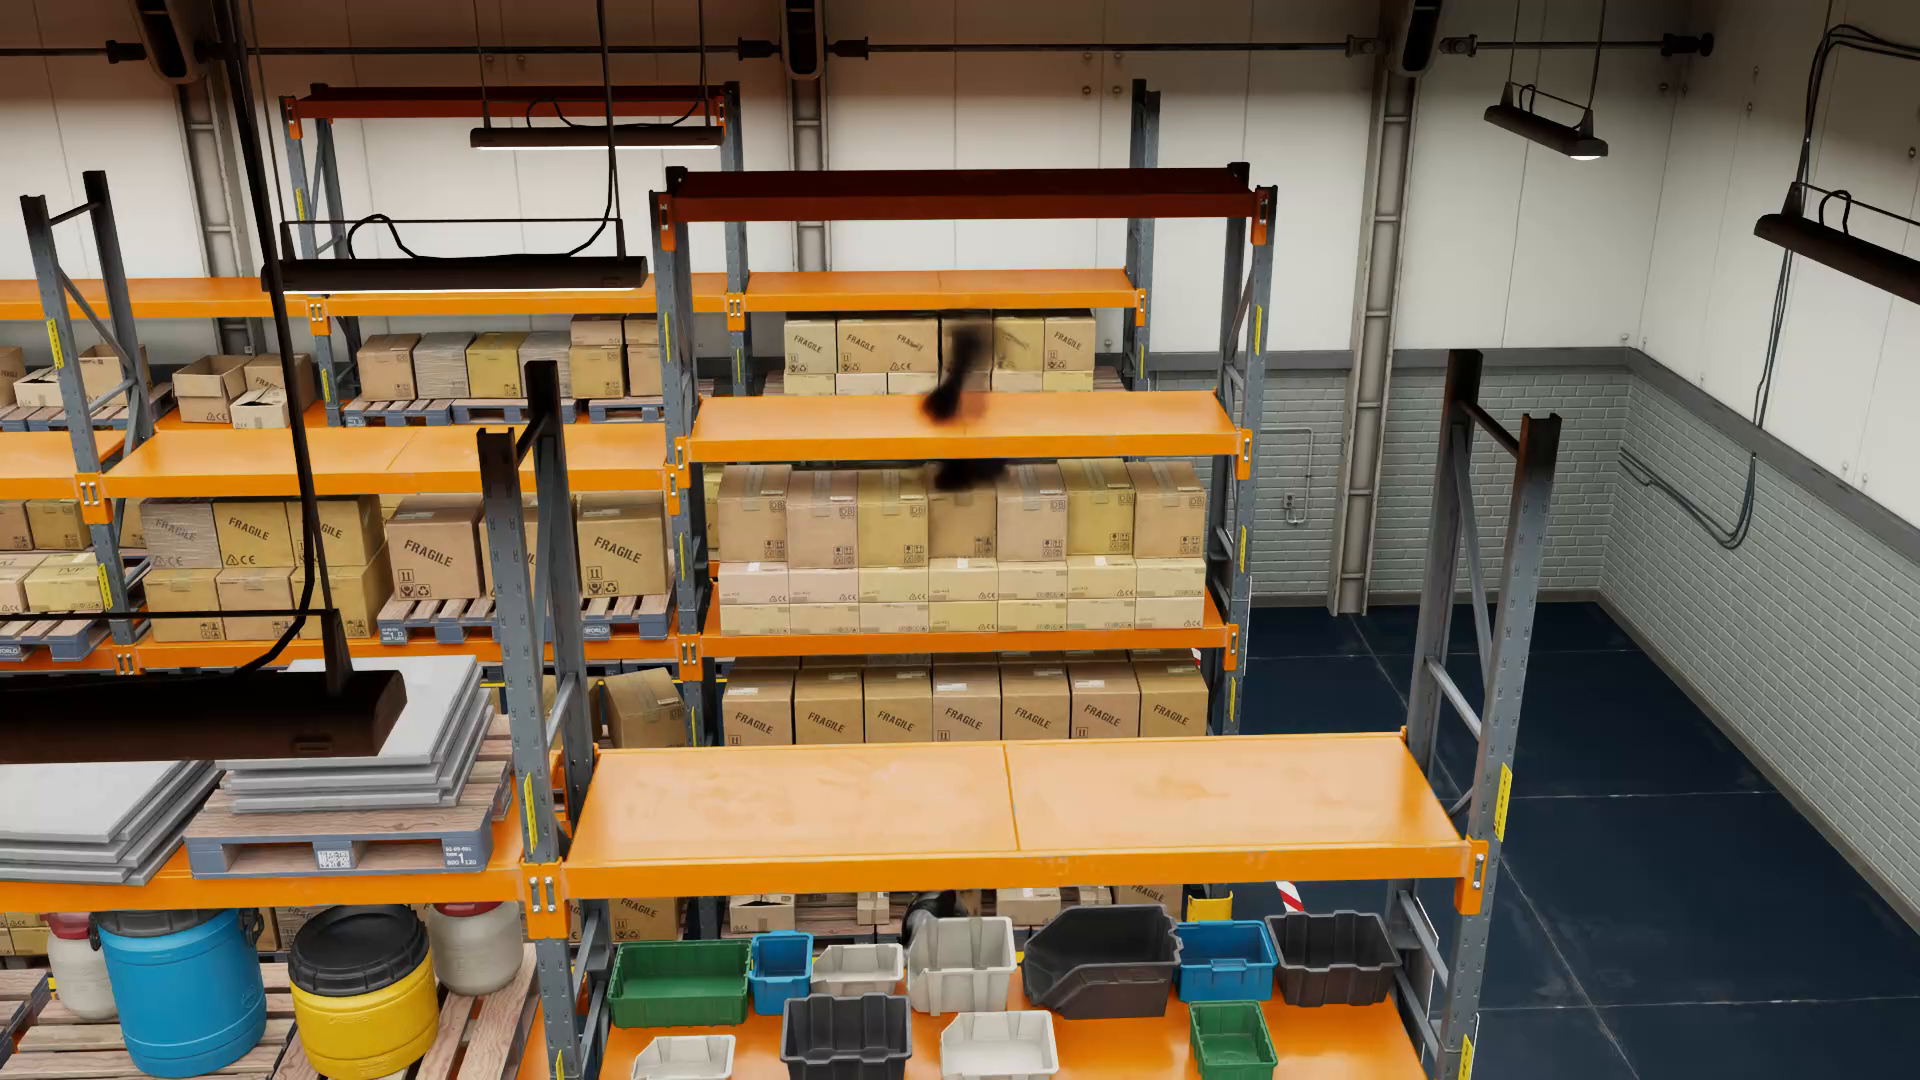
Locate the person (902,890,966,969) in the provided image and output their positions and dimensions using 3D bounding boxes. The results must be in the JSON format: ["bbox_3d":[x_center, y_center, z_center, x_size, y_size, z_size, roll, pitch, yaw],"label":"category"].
[{"bbox_3d":[-0.260,2.952,11.641,0.630,1.711,0.698,5,23,12],"label":"person"}]
